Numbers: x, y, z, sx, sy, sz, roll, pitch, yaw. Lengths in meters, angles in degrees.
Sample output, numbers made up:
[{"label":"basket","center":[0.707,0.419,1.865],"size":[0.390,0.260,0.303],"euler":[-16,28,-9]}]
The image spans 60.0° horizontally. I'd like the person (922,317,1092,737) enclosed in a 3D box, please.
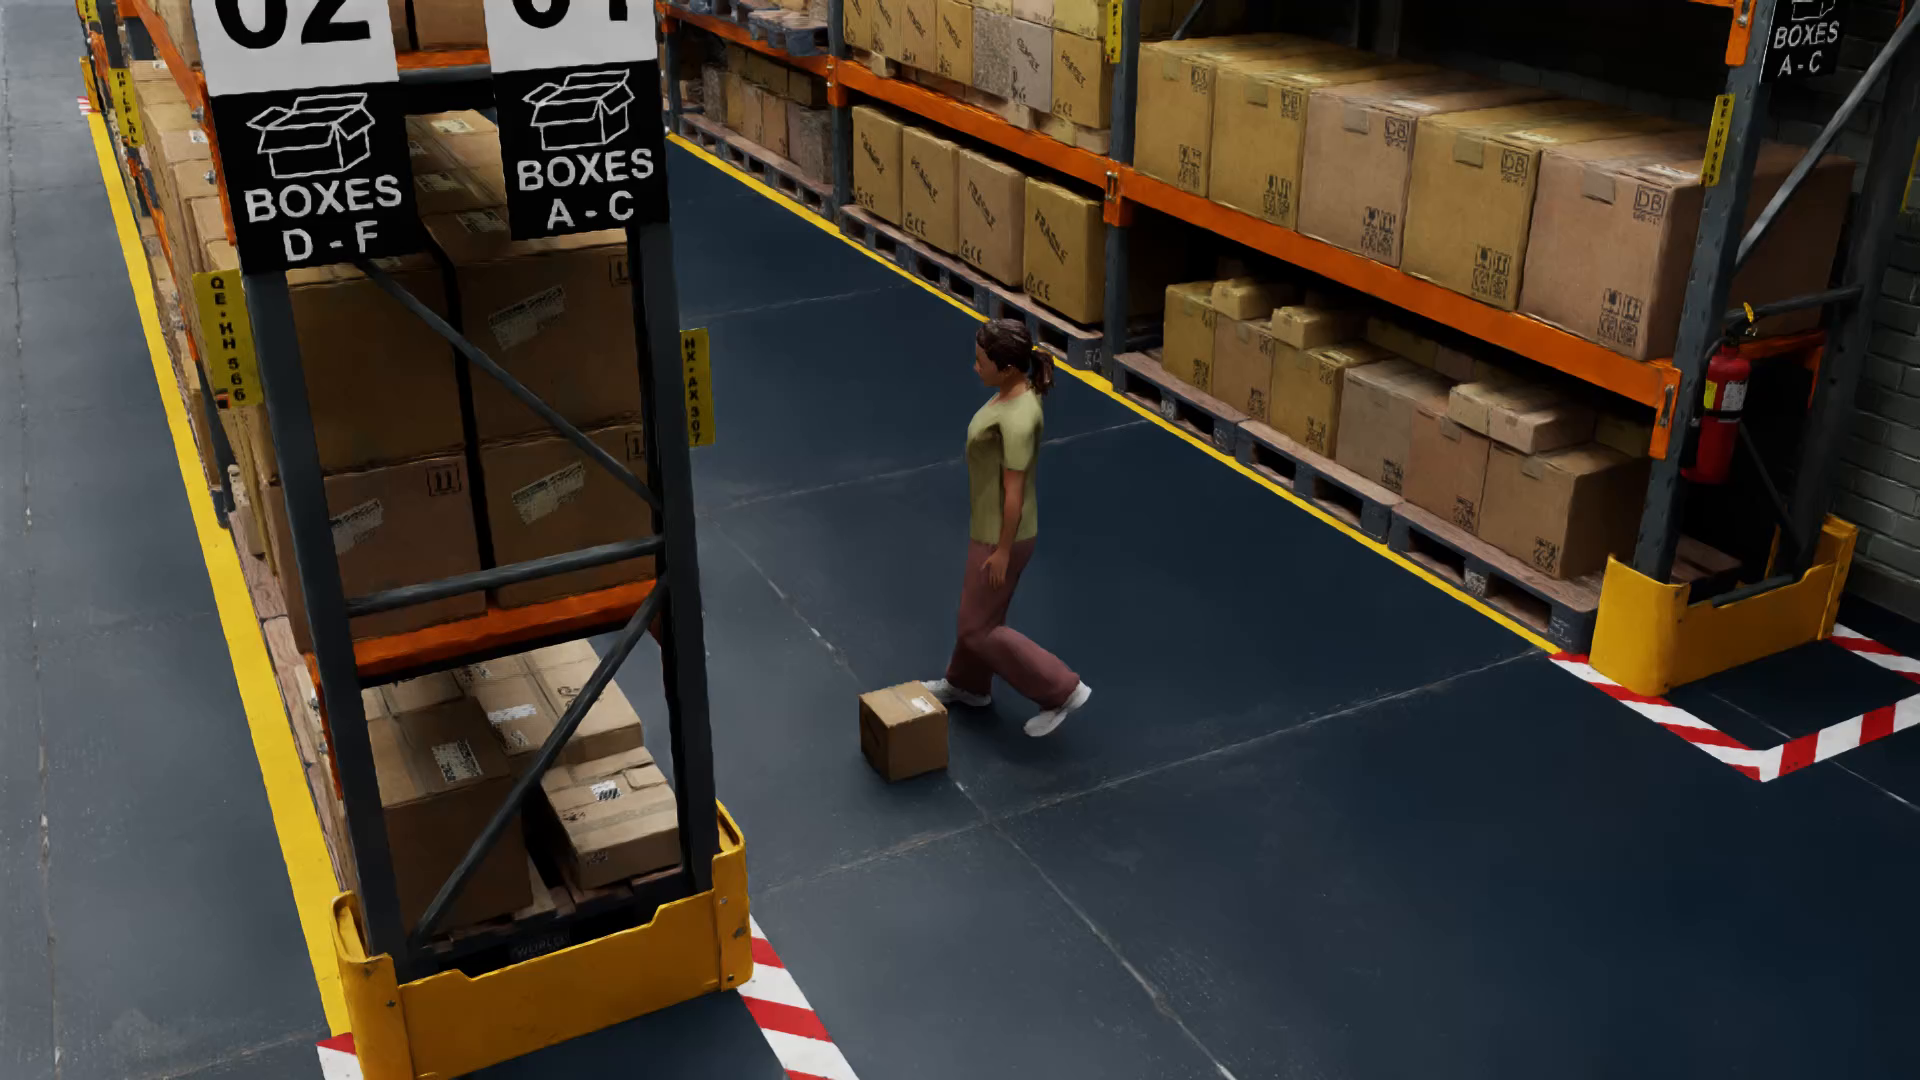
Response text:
[{"label":"person","center":[0.160,-0.029,6.180],"size":[0.682,1.668,0.495],"euler":[0,26,0]}]
